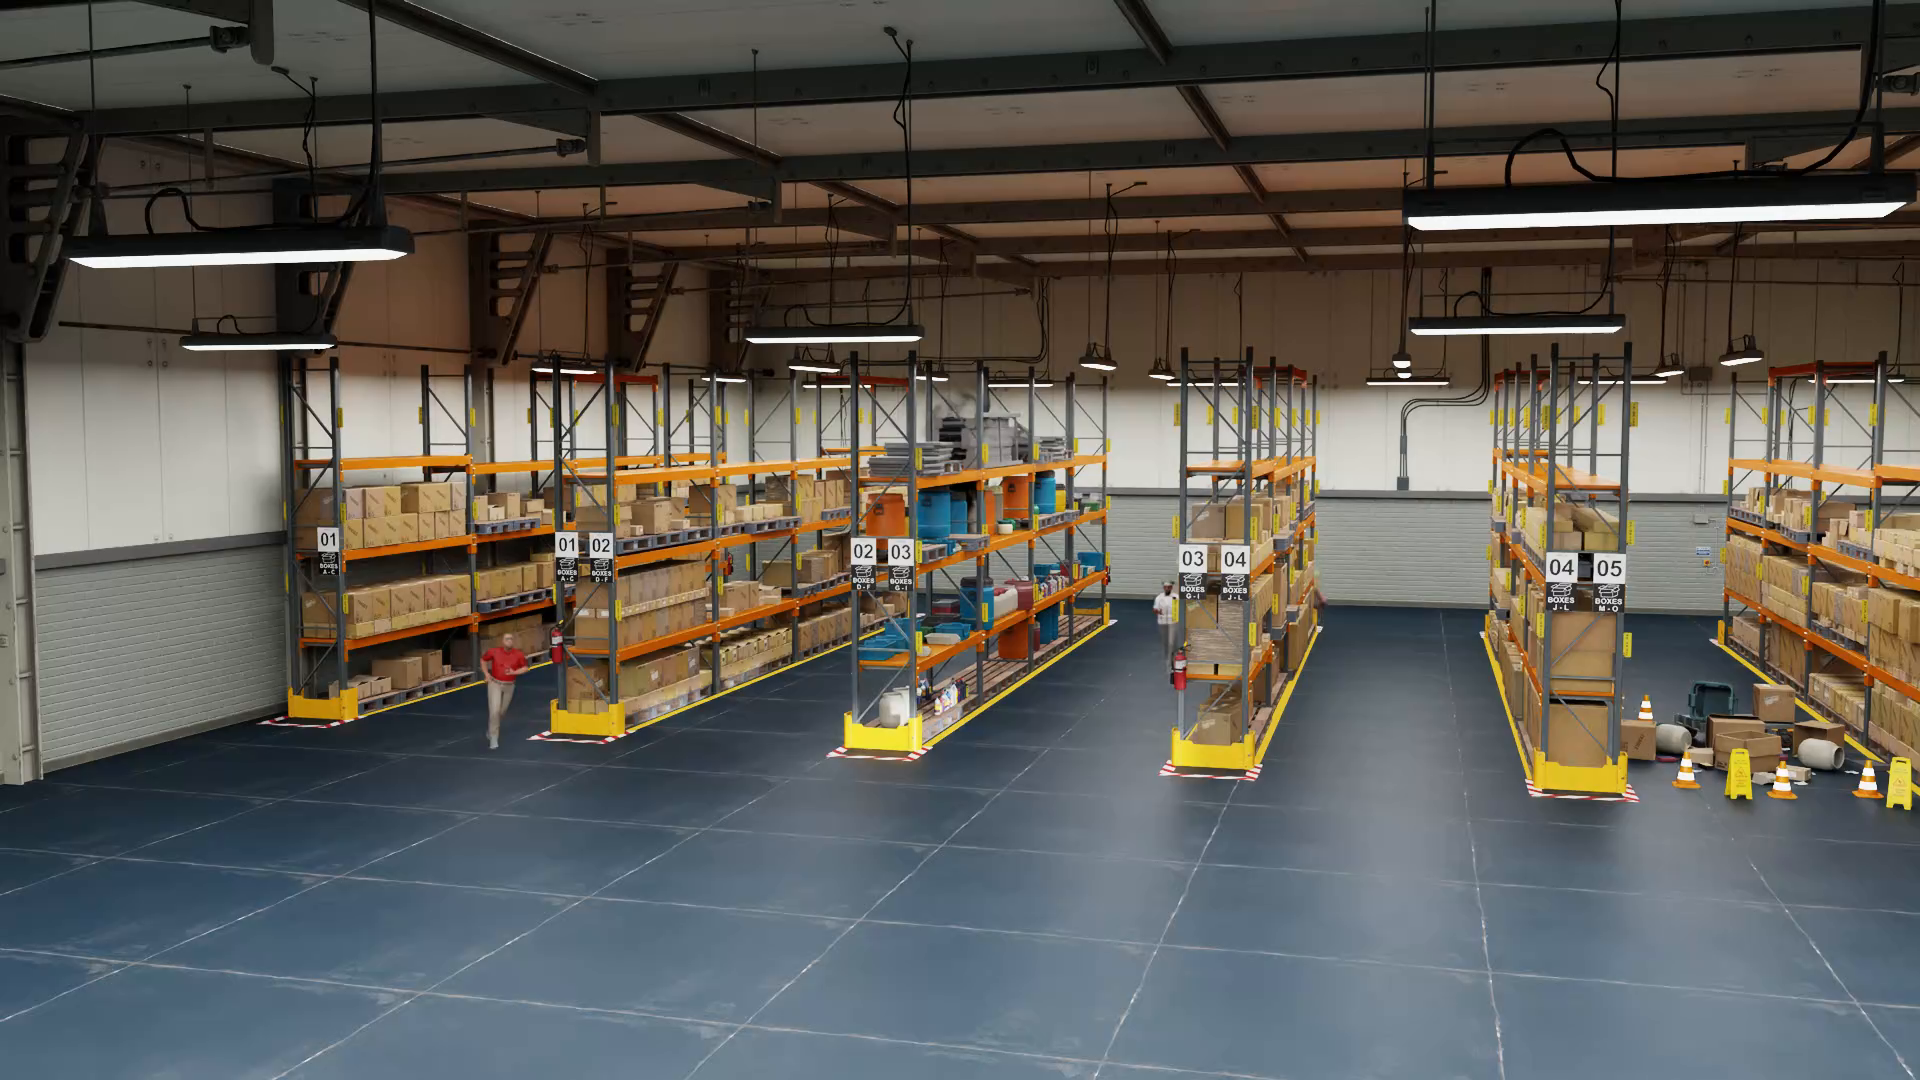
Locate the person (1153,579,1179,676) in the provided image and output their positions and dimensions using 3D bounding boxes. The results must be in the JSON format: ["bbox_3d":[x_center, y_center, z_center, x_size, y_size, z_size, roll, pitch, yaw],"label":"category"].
[{"bbox_3d":[3.859,1.593,30.869,0.569,1.750,0.800,1,4,17],"label":"person"}]

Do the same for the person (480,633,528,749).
[{"bbox_3d":[-7.010,2.290,25.610,0.676,1.744,0.899,-2,5,-28],"label":"person"}]

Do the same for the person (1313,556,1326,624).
[{"bbox_3d":[8.544,1.220,40.419,0.577,1.684,0.645,-4,6,-43],"label":"person"}]
